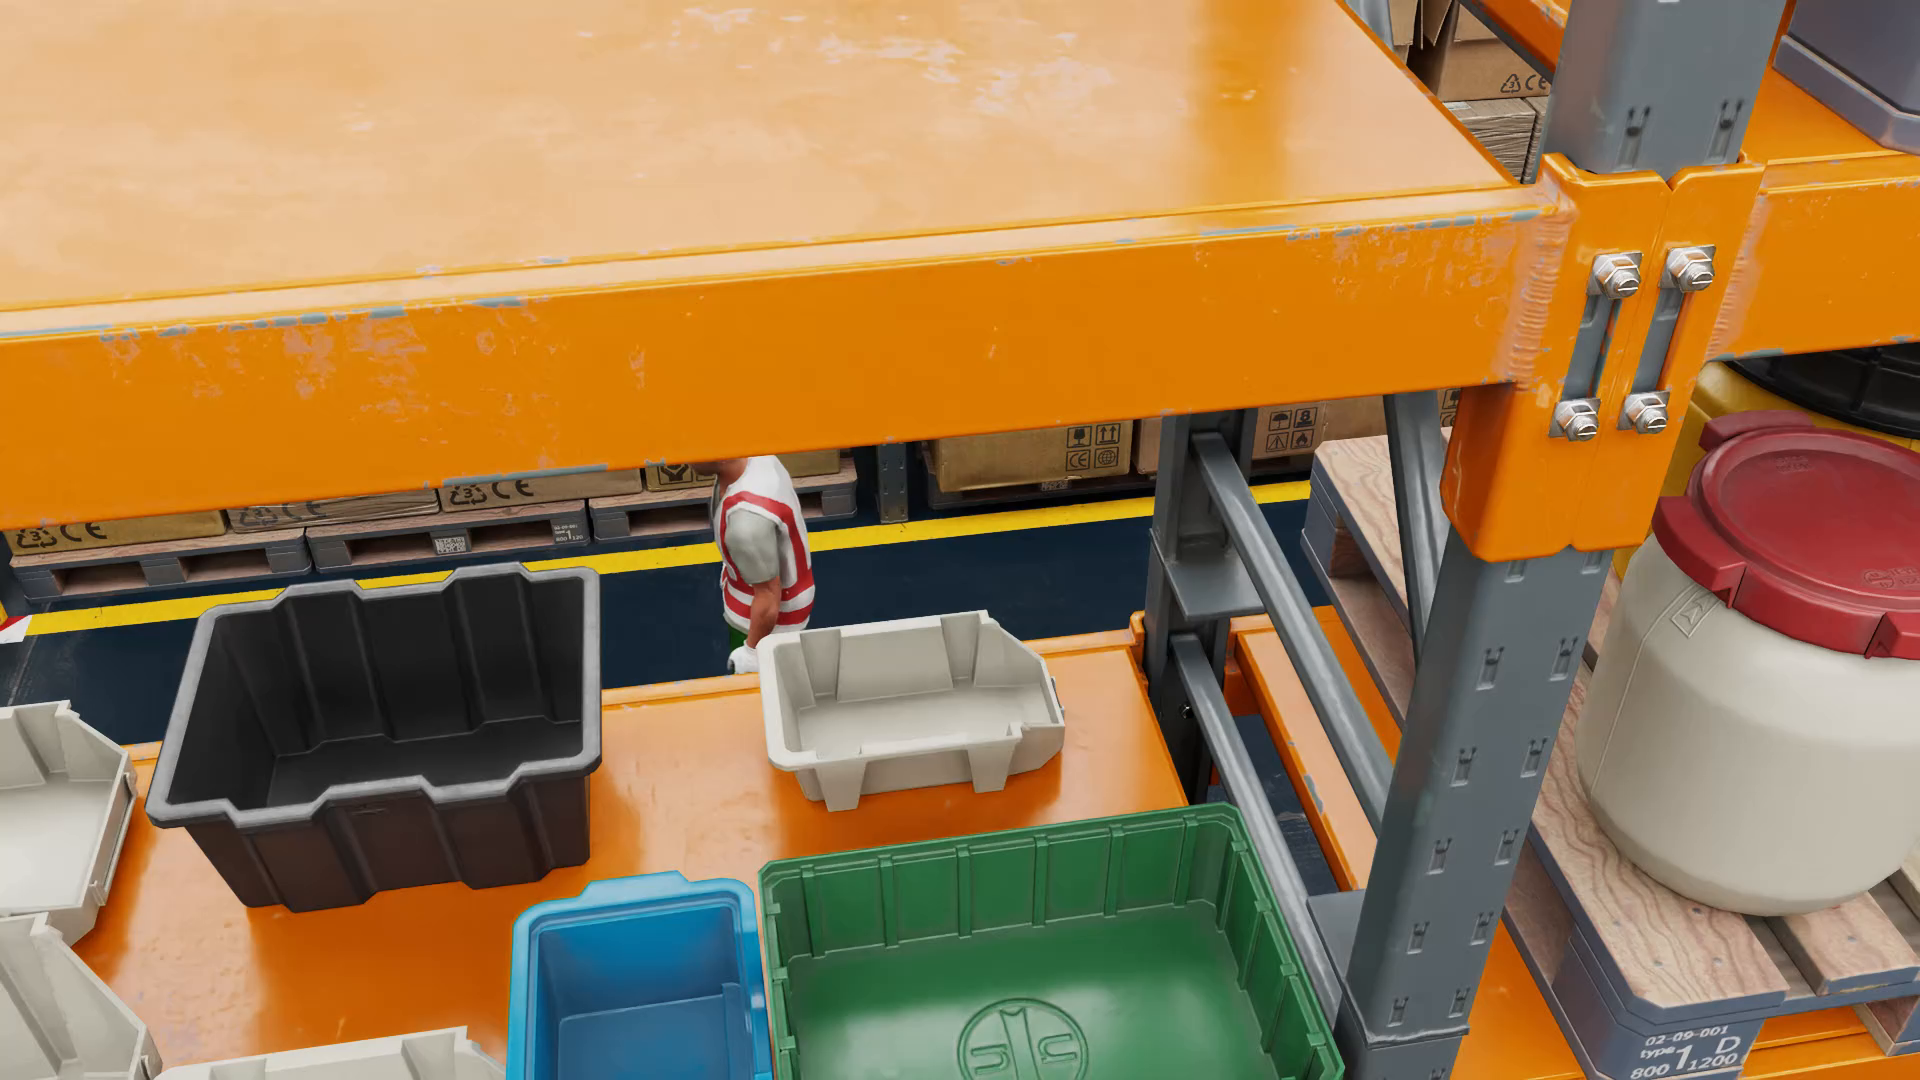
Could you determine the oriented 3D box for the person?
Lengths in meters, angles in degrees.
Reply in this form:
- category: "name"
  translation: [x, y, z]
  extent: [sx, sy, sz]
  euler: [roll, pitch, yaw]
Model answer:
- category: "person"
  translation: [-0.736, 0.233, 5.846]
  extent: [0.448, 1.779, 0.609]
  euler: [-6, 39, -8]
